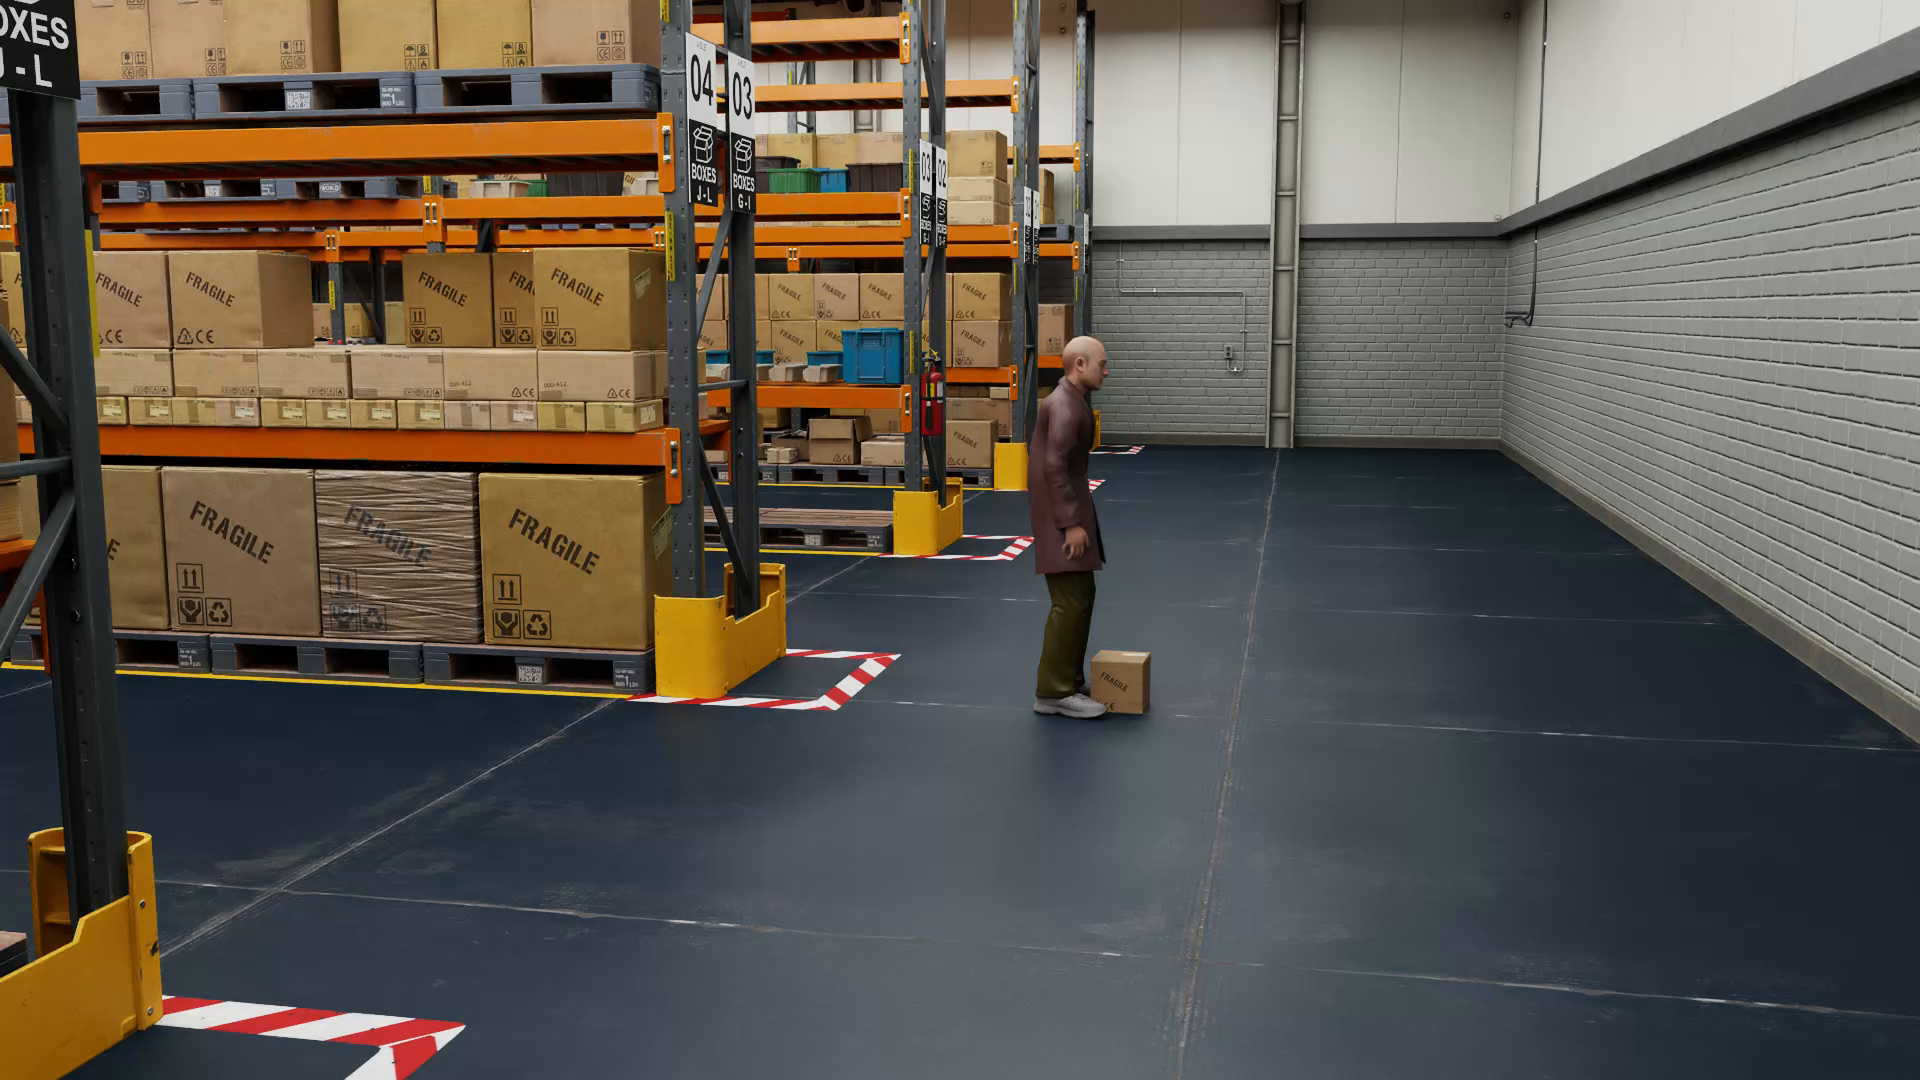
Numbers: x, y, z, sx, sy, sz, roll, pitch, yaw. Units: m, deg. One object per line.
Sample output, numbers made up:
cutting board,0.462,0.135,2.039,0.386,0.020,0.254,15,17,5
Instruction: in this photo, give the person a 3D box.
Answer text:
person,0.530,-0.080,7.944,0.415,1.774,0.655,1,8,10
